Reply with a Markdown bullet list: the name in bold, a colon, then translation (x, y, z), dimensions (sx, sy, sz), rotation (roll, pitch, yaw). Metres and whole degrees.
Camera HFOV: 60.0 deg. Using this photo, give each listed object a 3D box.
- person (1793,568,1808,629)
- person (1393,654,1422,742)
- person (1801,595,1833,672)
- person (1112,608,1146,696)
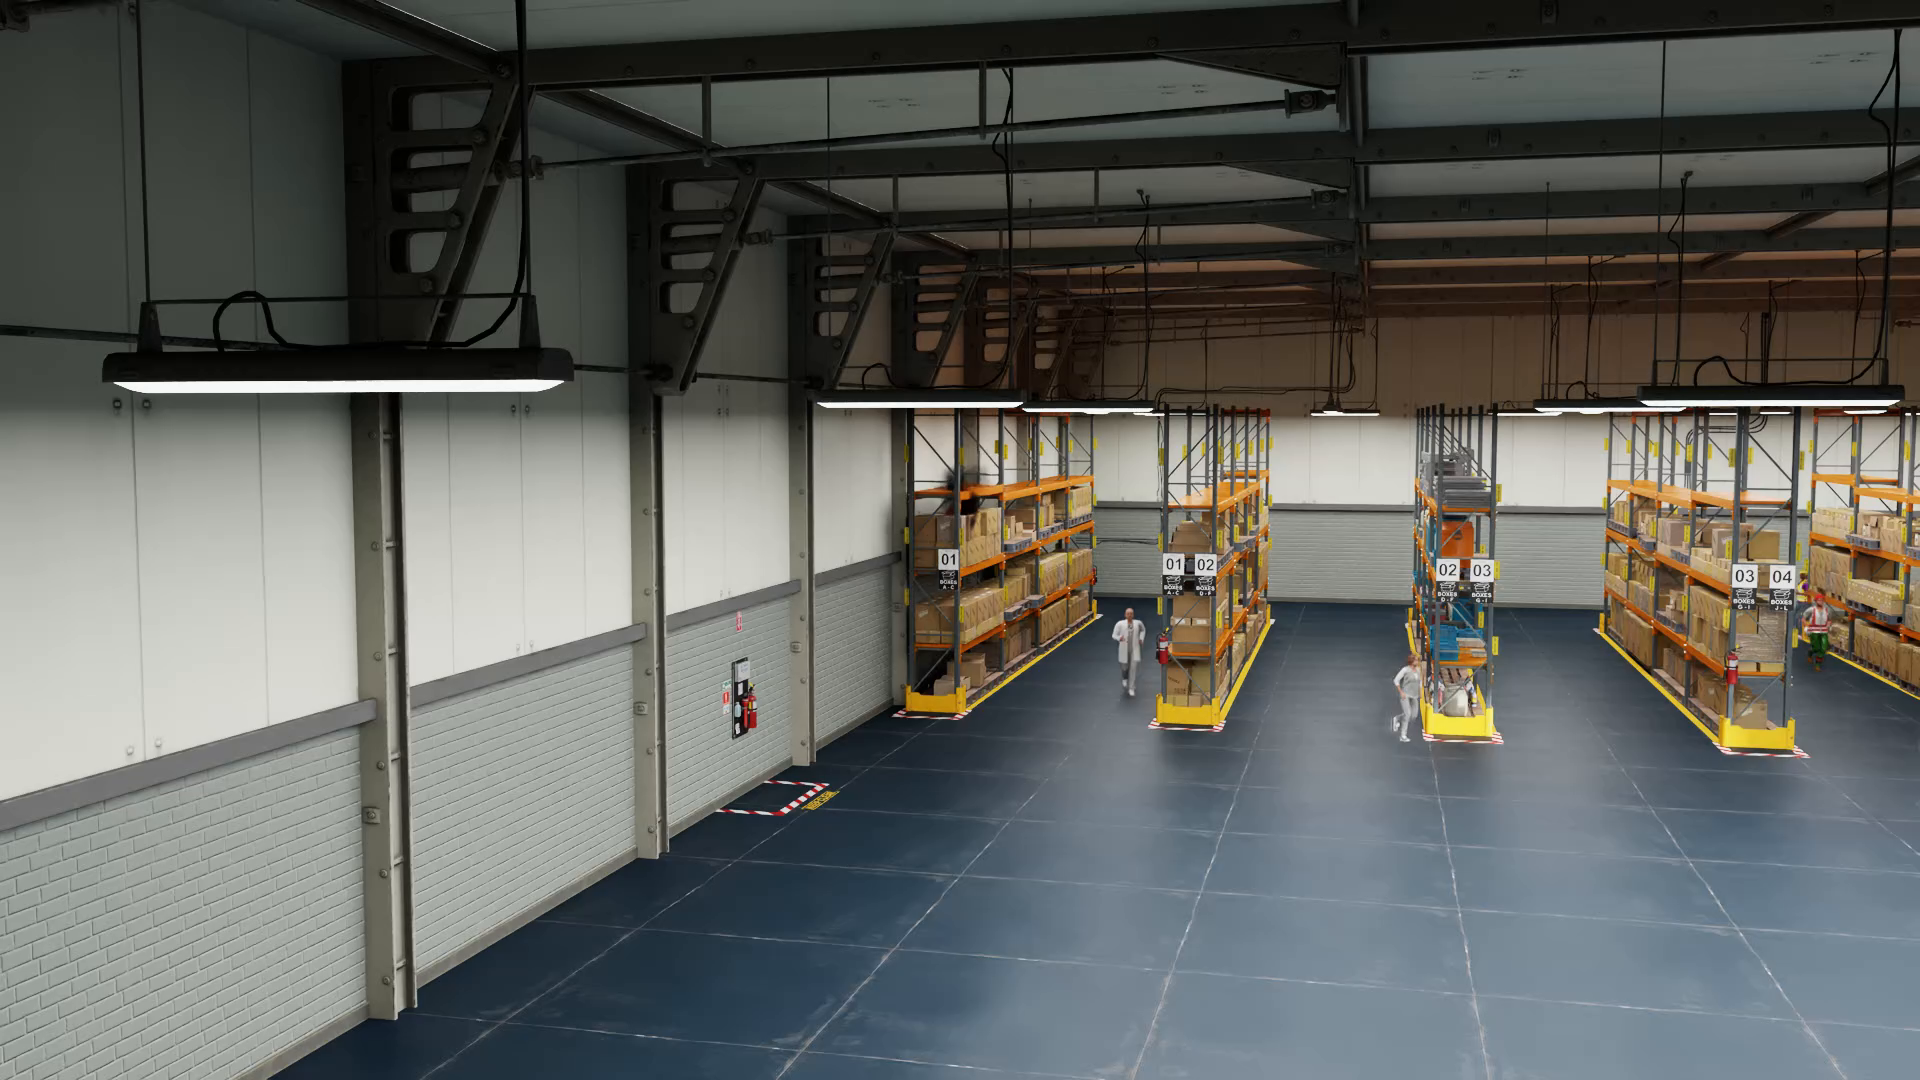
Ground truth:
- **person**: translation (22.434, 1.659, 44.109), dimensions (0.768, 1.822, 0.694), rotation (0, 4, 5)
- **person**: translation (7.991, 2.796, 29.669), dimensions (0.583, 1.541, 0.573), rotation (-2, 4, -21)
- **person**: translation (19.497, 2.107, 37.773), dimensions (0.657, 1.738, 0.601), rotation (1, 4, 8)
- **person**: translation (3.519, 2.301, 34.551), dimensions (0.708, 1.768, 1.047), rotation (0, 4, 1)
